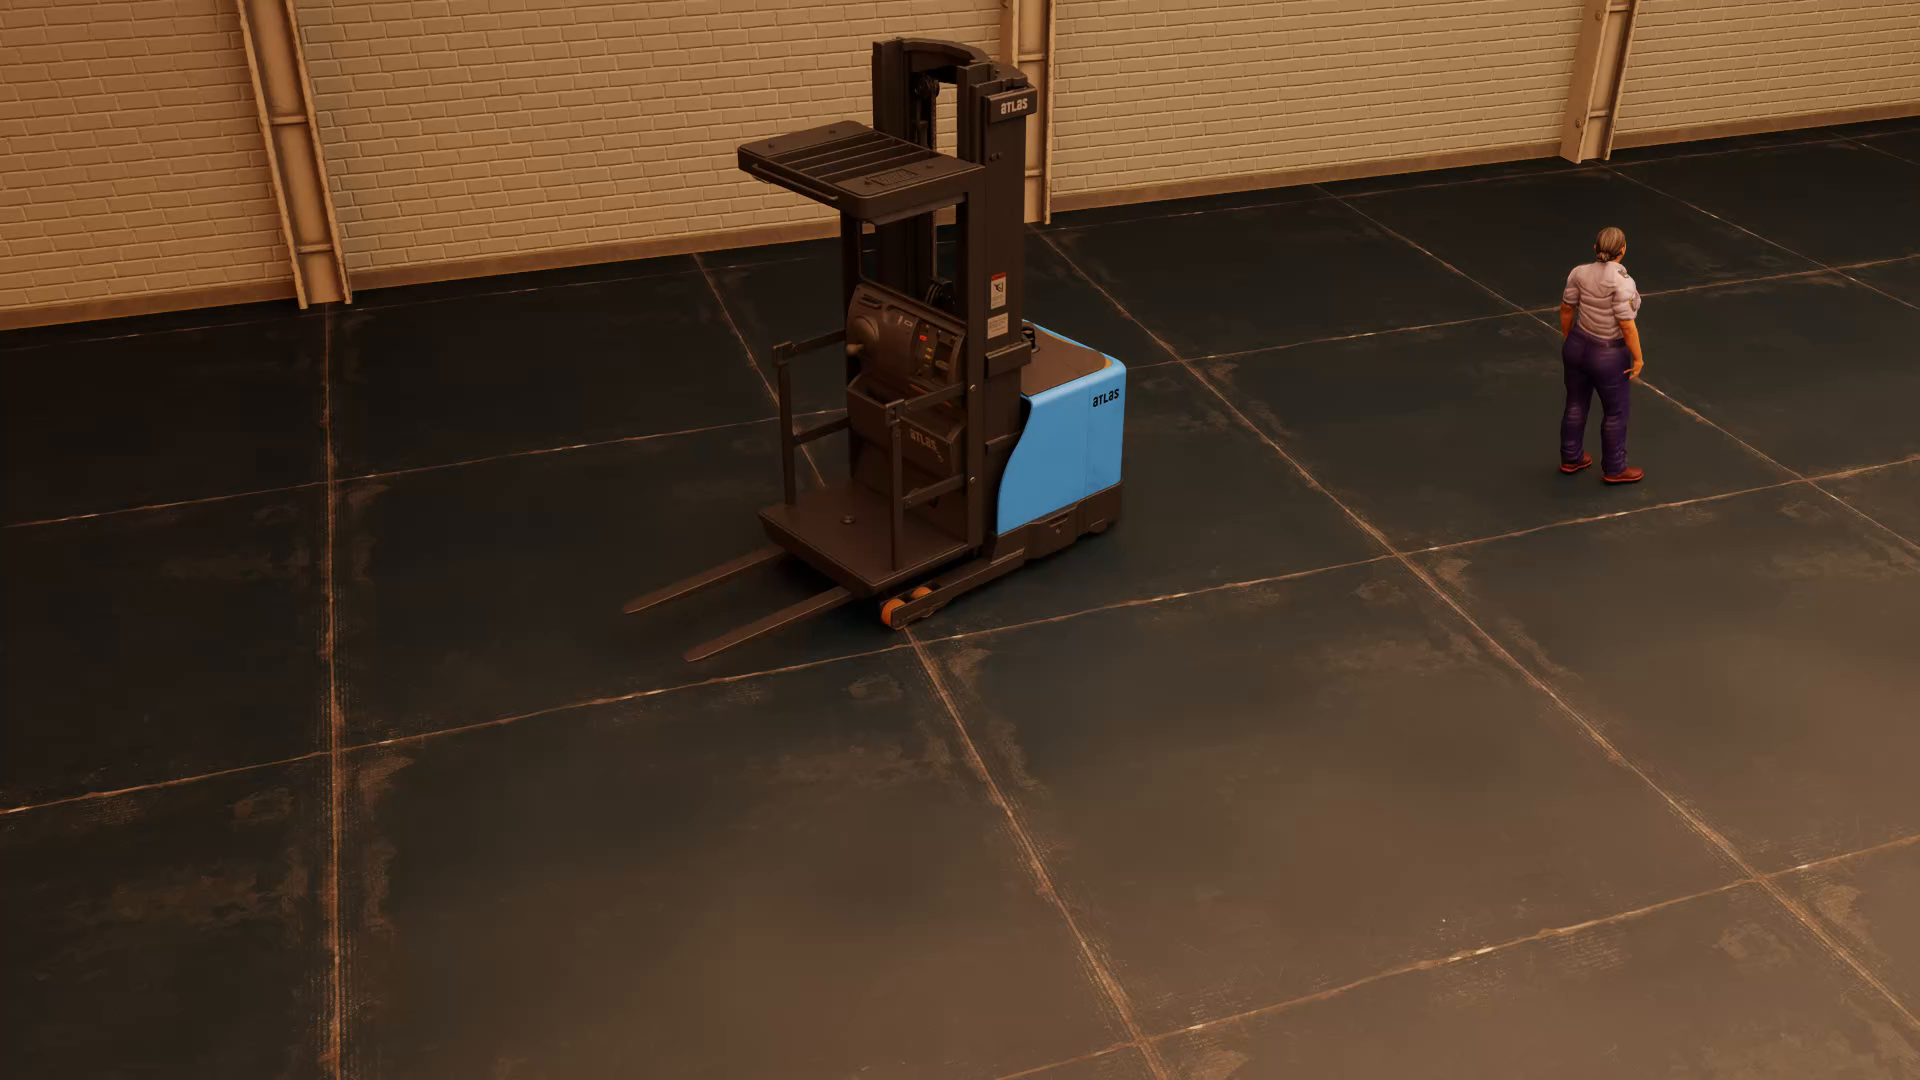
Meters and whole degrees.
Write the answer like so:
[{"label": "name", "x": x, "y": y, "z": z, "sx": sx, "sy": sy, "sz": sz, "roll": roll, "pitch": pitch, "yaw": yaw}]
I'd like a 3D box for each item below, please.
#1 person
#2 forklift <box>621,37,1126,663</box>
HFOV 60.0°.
[{"label": "person", "x": 4.053, "y": -1.167, "z": 10.396, "sx": 0.504, "sy": 1.644, "sz": 0.599, "roll": -18, "pitch": 35, "yaw": -29}, {"label": "forklift", "x": -0.461, "y": -1.072, "z": 8.951, "sx": 3.031, "sy": 2.935, "sz": 1.130, "roll": -23, "pitch": 37, "yaw": -34}]
